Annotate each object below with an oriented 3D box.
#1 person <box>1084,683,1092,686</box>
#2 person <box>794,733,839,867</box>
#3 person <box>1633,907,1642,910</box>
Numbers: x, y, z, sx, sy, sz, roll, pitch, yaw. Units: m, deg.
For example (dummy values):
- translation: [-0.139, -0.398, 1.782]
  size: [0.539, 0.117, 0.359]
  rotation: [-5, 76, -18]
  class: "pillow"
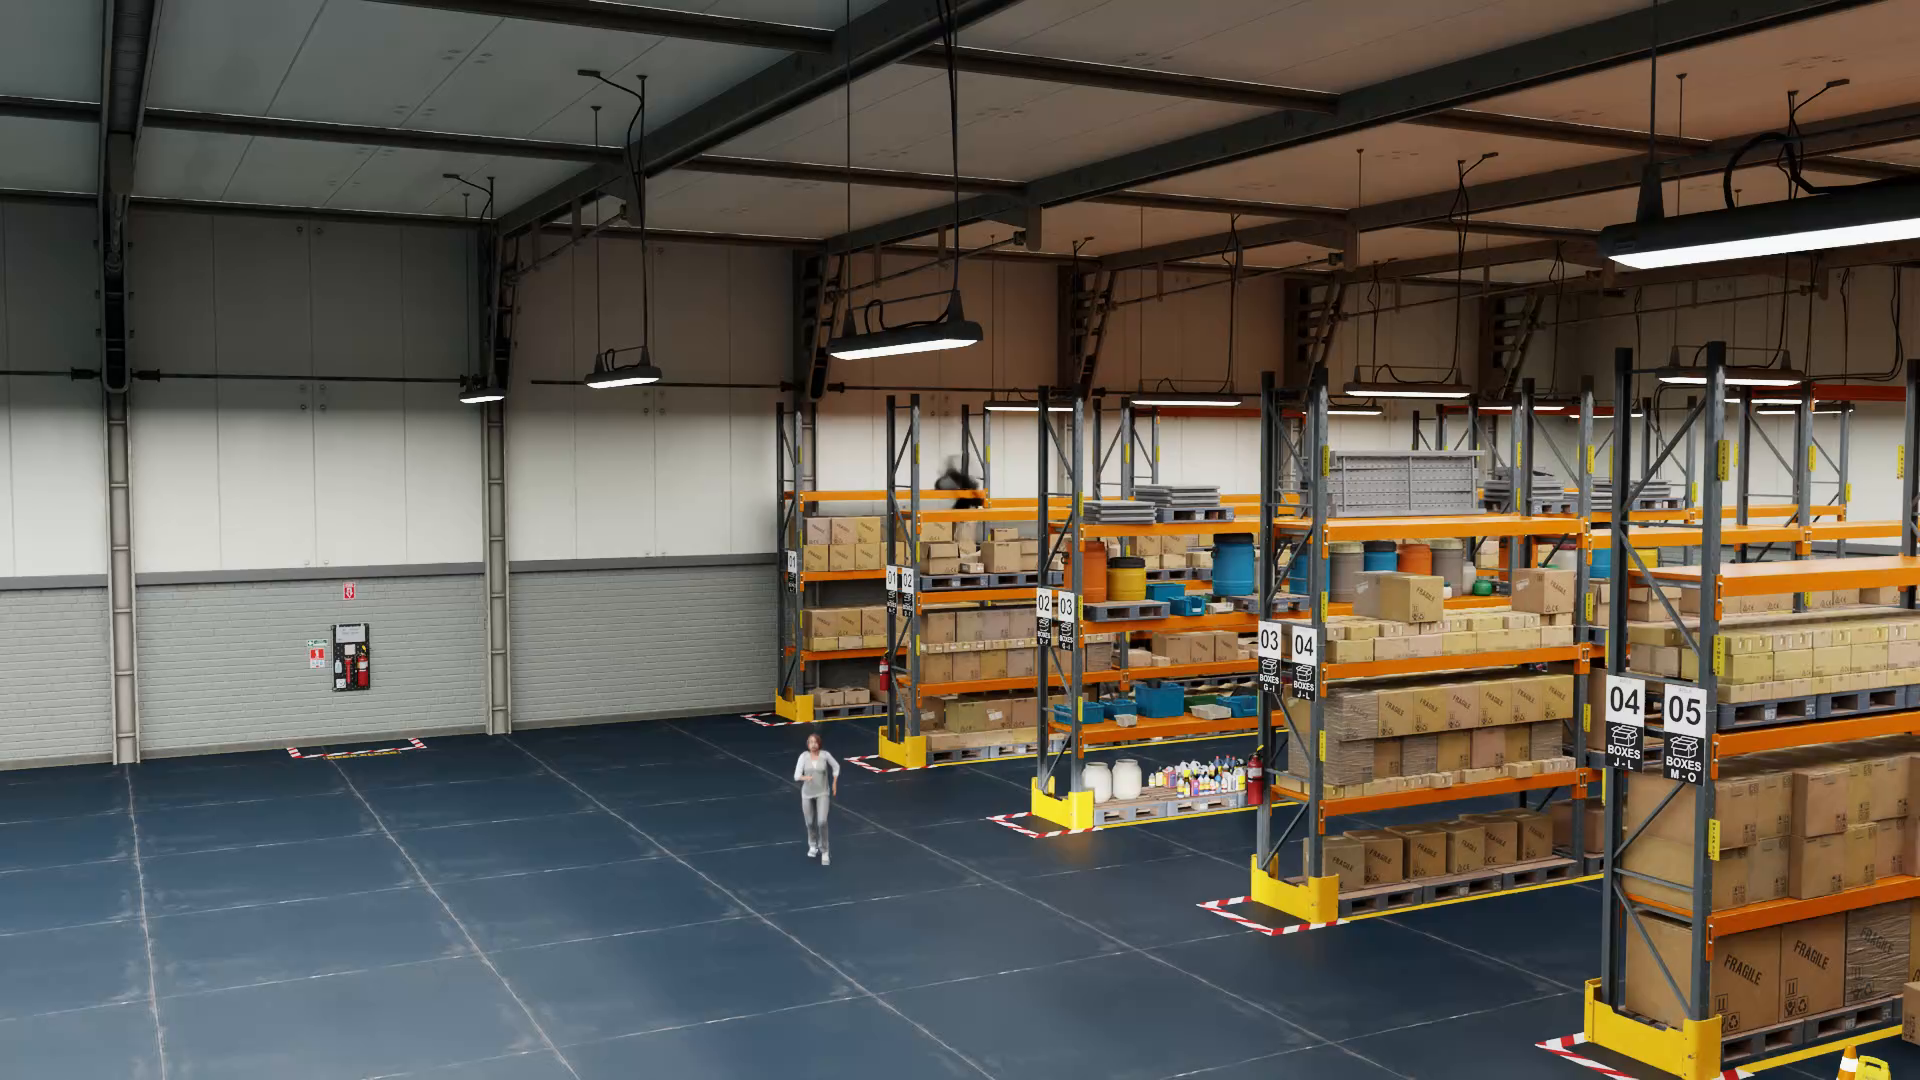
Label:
- translation: [2.328, 2.417, 31.071]
  size: [0.677, 1.759, 0.661]
  rotation: [-2, 4, -32]
  class: "person"
- translation: [-1.778, 3.206, 20.568]
  size: [0.526, 1.647, 0.684]
  rotation: [0, 3, 3]
  class: "person"
- translation: [6.777, 3.391, 16.559]
  size: [0.528, 1.653, 0.589]
  rotation: [-2, 4, -30]
  class: "person"
